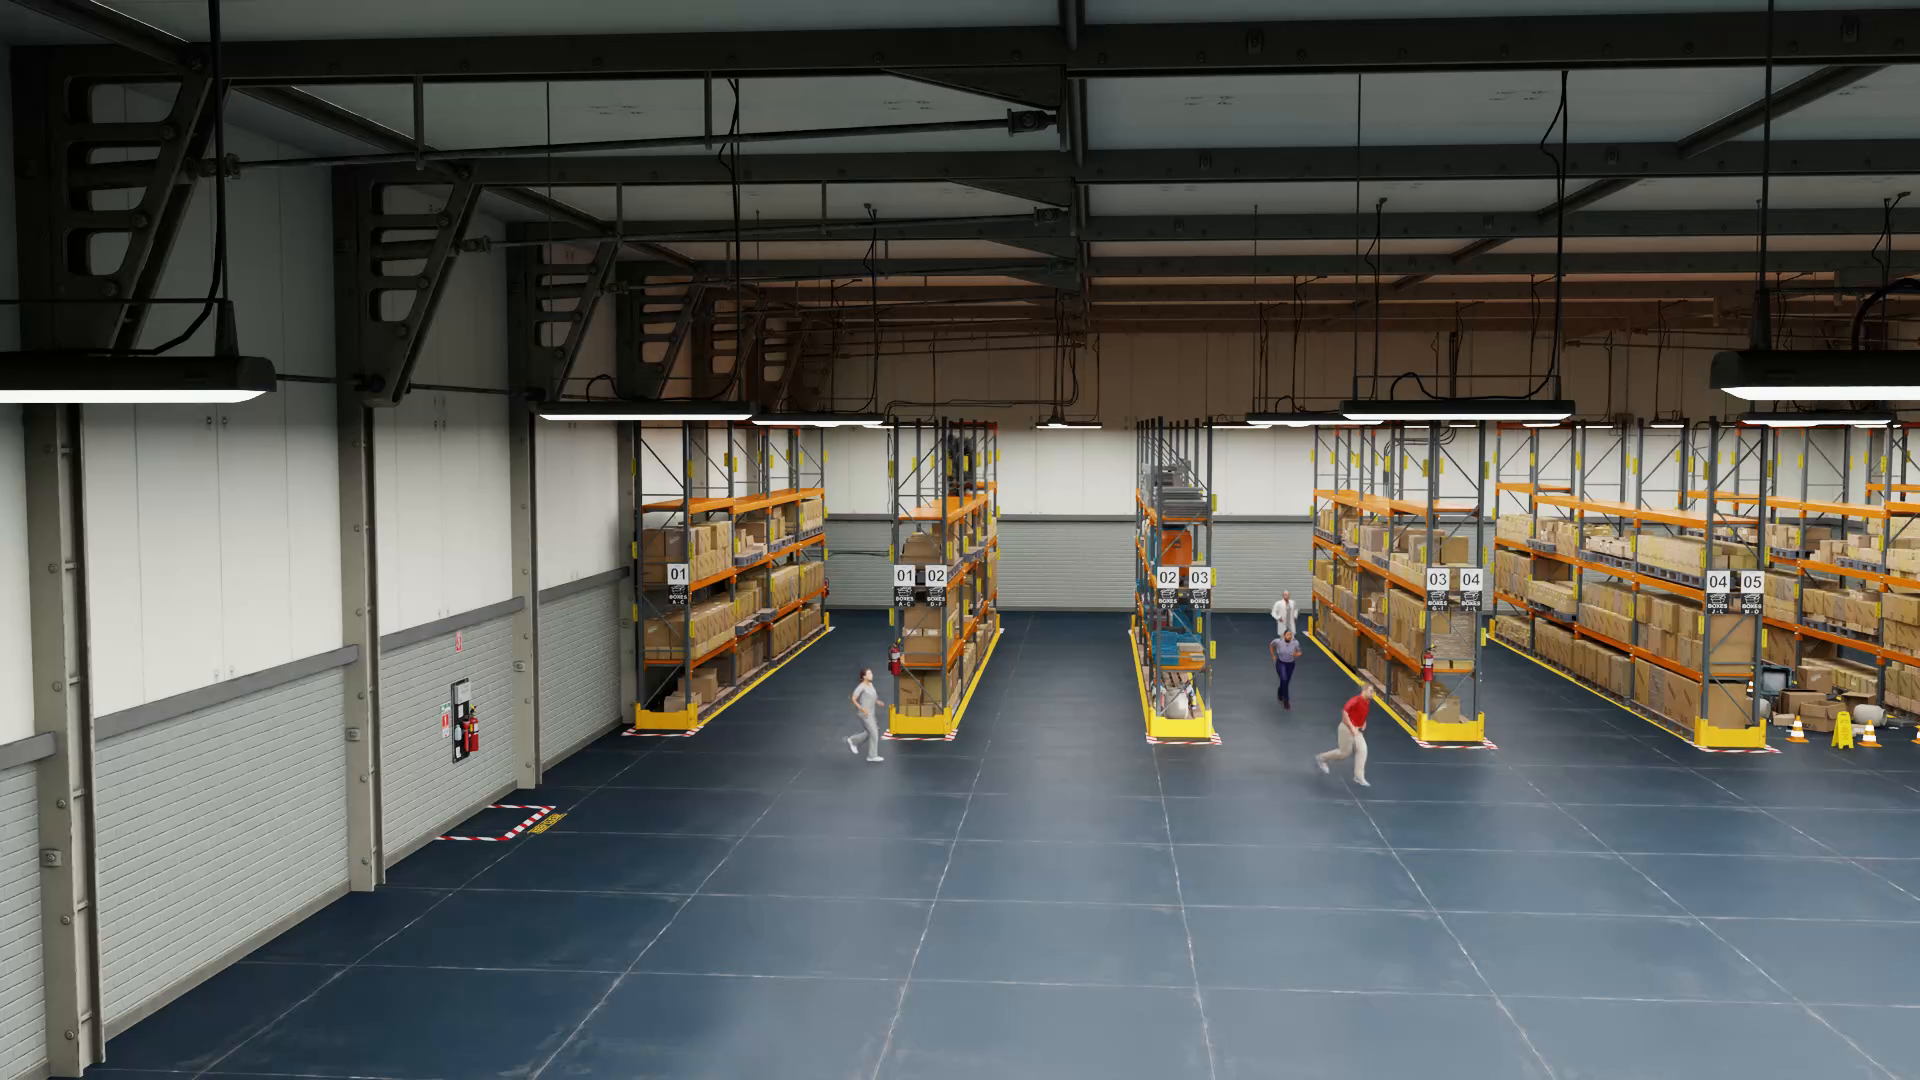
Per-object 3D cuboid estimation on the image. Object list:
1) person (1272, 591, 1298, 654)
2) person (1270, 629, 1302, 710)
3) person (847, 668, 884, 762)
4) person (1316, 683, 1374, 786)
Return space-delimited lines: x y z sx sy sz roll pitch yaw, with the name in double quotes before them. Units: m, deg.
"person" 8.135 2.142 41.511 0.712 1.764 0.918 0 4 -7
"person" 6.776 2.671 34.682 0.604 1.650 0.945 -1 4 -8
"person" -1.668 3.018 28.847 0.705 1.633 0.564 2 4 24
"person" 6.302 3.148 27.174 0.964 1.692 0.679 3 4 34
